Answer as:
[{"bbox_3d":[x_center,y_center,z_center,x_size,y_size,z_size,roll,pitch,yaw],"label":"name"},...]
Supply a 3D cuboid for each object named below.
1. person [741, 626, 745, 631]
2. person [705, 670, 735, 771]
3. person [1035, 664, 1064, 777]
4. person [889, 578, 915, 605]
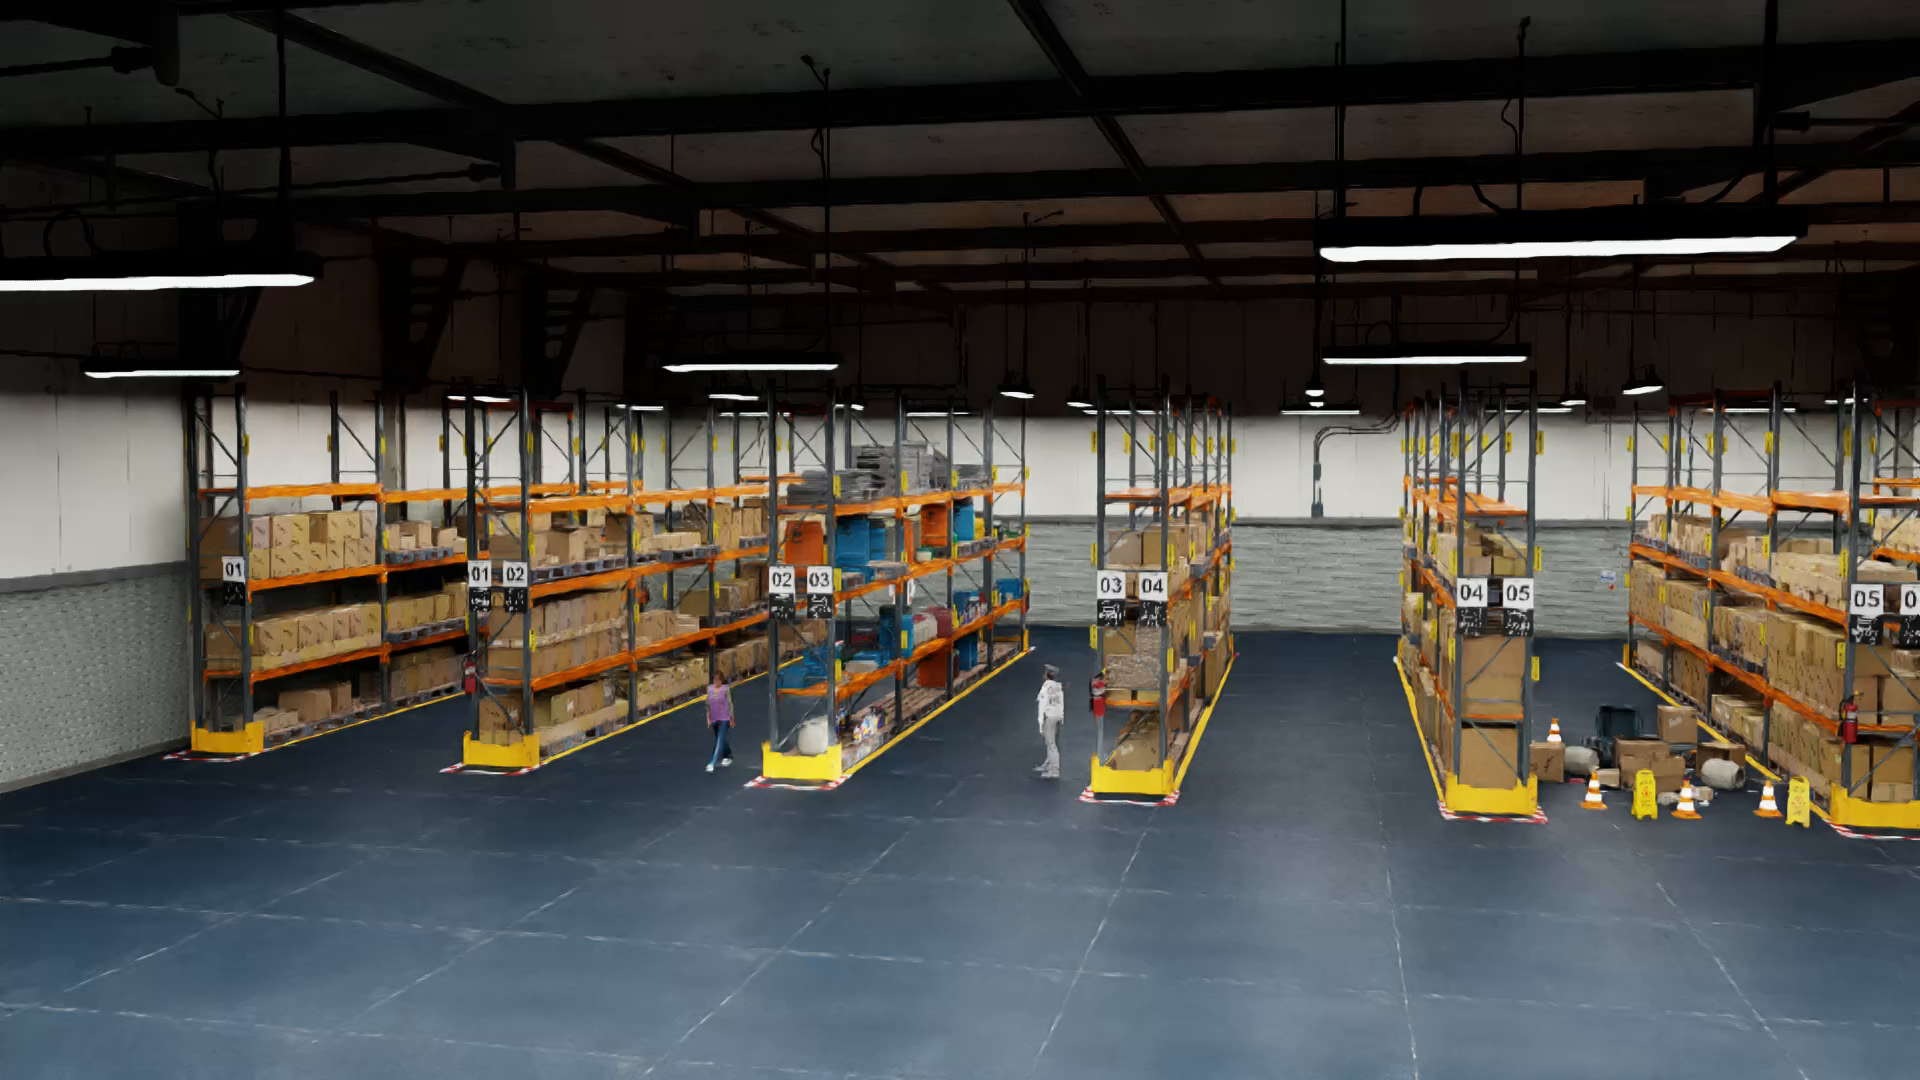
[{"bbox_3d":[-5.476,1.857,40.991,0.580,1.618,0.507,1,3,11],"label":"person"},{"bbox_3d":[-3.706,2.752,25.535,0.406,1.524,0.999,1,3,19],"label":"person"},{"bbox_3d":[1.339,2.713,25.221,0.581,1.667,0.658,2,4,35],"label":"person"},{"bbox_3d":[-1.574,1.565,45.075,0.729,1.733,0.538,1,3,11],"label":"person"}]
